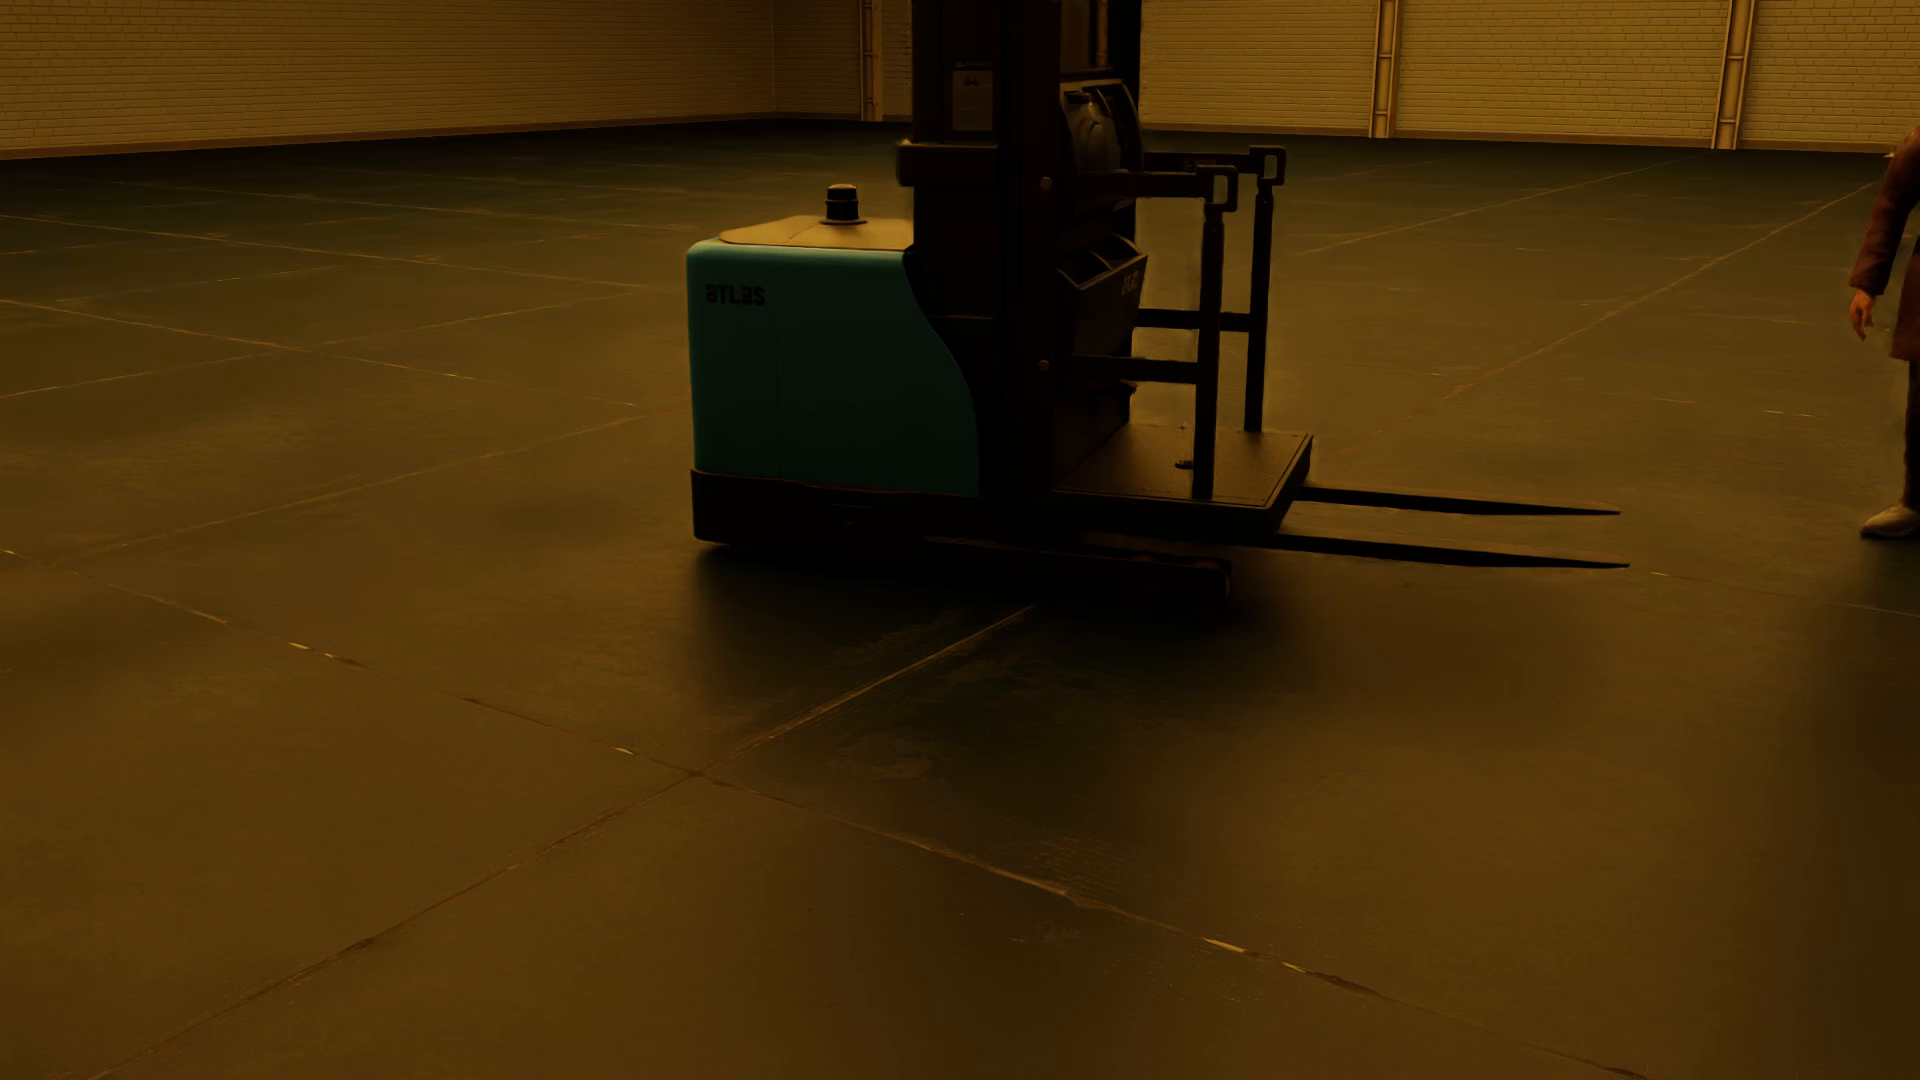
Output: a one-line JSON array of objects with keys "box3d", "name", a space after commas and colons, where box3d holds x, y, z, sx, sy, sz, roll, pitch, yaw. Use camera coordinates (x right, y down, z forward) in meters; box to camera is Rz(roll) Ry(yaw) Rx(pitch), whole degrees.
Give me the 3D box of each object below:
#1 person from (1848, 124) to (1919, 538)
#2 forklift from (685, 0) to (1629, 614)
[{"box3d": [3.455, -0.814, 5.612, 0.810, 1.753, 0.608, 7, 18, 23], "name": "person"}, {"box3d": [0.650, -1.344, 5.326, 3.031, 2.935, 1.130, 5, 17, 18], "name": "forklift"}]
